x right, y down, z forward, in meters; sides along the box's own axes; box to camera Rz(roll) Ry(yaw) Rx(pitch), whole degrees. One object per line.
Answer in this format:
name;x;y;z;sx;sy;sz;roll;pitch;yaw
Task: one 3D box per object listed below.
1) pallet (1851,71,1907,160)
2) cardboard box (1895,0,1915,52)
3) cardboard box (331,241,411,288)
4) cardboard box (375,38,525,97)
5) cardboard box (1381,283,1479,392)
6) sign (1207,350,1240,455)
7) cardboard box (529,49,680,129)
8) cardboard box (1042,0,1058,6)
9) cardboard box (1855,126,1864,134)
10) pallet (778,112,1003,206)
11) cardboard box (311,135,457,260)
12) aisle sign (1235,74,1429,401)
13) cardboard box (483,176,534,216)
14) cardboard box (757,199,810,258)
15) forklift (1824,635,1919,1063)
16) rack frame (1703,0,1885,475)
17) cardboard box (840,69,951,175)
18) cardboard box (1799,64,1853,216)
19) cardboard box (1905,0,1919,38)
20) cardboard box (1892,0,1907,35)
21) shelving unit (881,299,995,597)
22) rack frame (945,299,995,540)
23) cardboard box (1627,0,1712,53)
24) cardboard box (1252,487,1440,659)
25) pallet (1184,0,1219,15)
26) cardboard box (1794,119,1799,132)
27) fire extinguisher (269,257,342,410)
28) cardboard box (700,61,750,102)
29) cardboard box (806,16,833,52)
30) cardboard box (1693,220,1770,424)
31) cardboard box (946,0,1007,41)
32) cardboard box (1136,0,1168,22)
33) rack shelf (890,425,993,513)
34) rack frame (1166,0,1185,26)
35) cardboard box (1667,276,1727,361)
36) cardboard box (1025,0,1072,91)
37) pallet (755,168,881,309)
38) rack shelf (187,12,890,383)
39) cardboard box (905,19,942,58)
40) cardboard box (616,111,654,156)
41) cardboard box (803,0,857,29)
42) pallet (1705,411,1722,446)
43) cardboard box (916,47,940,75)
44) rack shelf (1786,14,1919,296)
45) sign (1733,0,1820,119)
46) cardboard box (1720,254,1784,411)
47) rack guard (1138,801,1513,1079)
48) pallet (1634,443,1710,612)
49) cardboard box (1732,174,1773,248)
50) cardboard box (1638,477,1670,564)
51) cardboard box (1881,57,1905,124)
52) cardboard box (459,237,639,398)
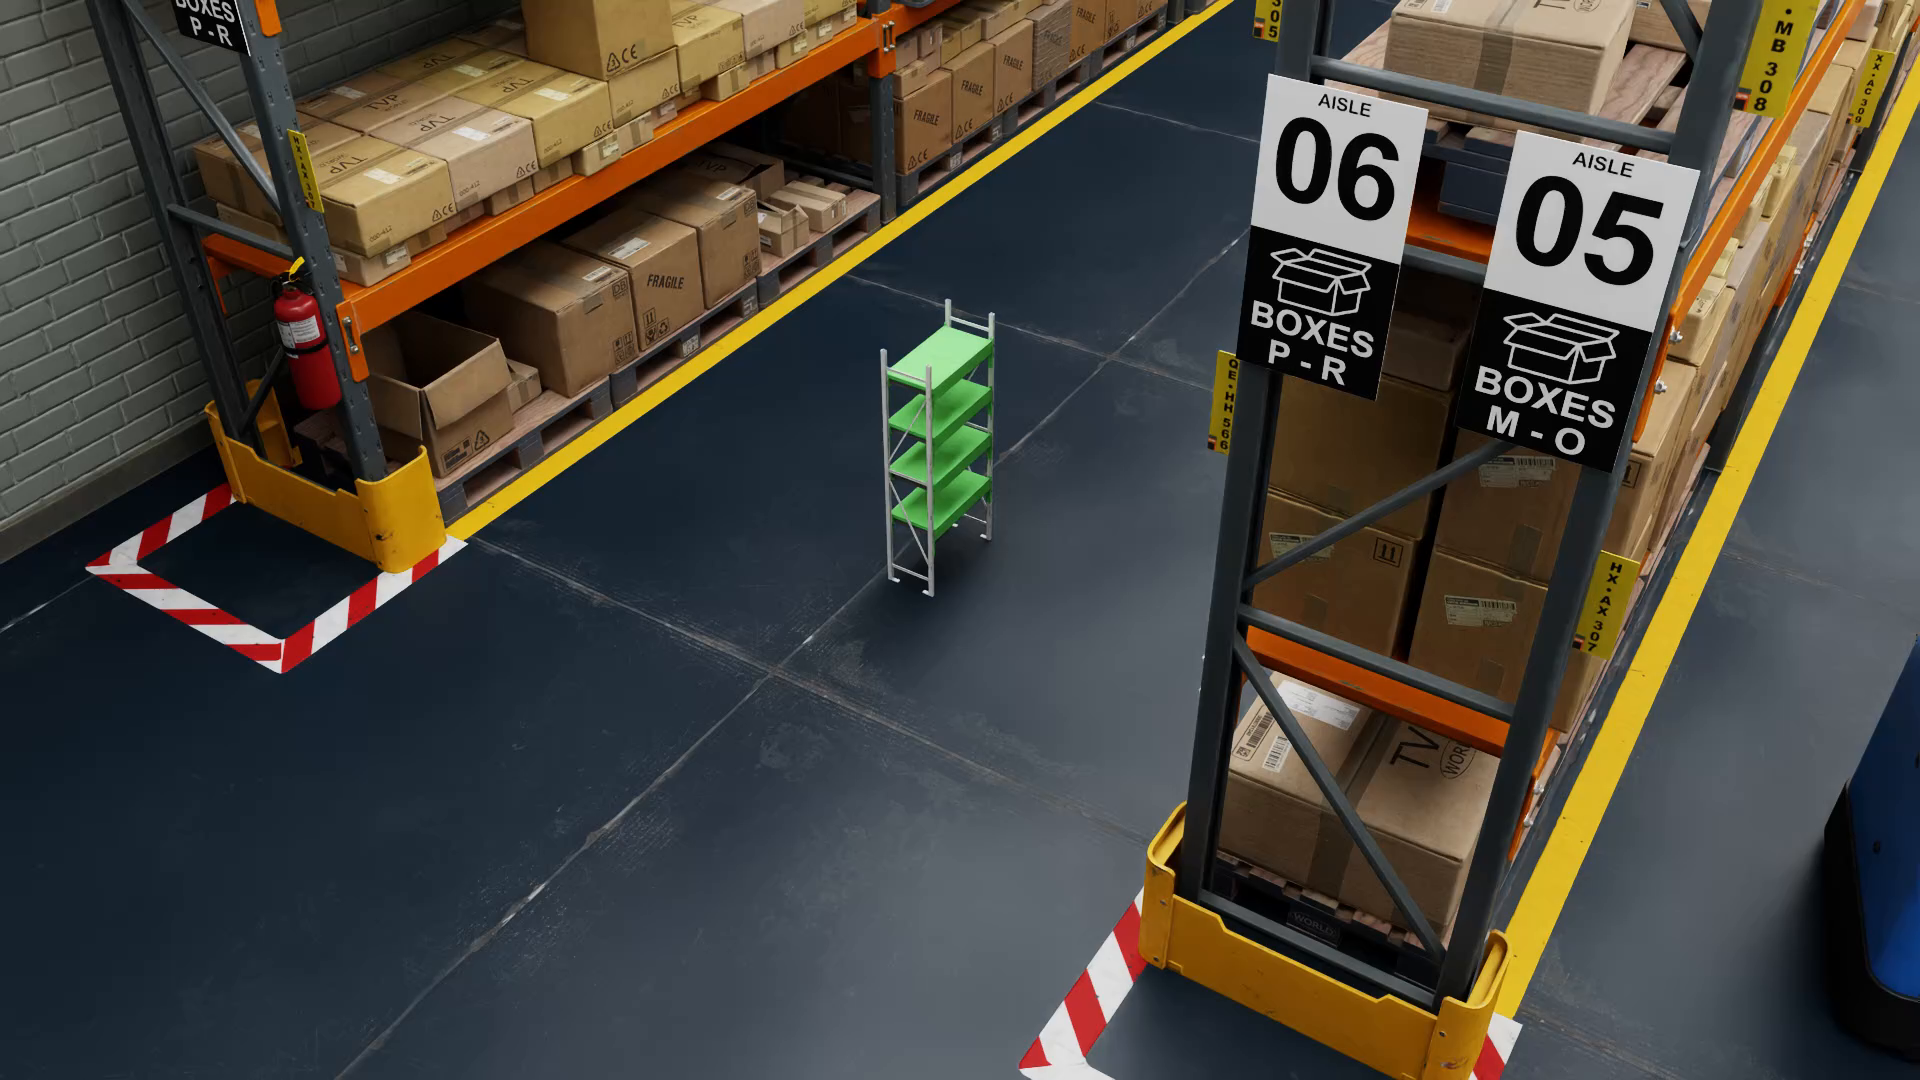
pallet;5.908;-3.061;11.548;1.003;0.211;1.213;21;42;25
cardboard box;4.636;-2.765;8.593;0.500;0.250;0.500;20;42;24
cardboard box;-2.584;-1.241;7.108;0.380;0.149;0.250;21;42;25
cardboard box;-2.422;-2.162;7.977;0.500;0.250;0.500;23;43;26
cardboard box;1.225;-0.582;4.616;0.380;0.149;0.250;22;43;26
sign;0.751;-0.376;4.638;0.100;0.325;0.005;21;42;25
cardboard box;-1.726;-2.258;8.101;0.500;0.250;0.500;20;42;24
cardboard box;0.510;-3.806;11.402;0.380;0.149;0.250;19;42;23
cardboard box;4.367;-2.308;8.410;0.500;0.250;0.500;21;42;25
pallet;-0.445;-2.650;11.015;1.003;0.211;1.213;21;42;25
cardboard box;-2.521;-1.465;7.072;0.500;0.250;0.500;21;42;25
aisle sign;0.901;-0.733;4.114;0.394;0.787;0.004;21;42;25
cardboard box;-2.188;-1.644;7.632;0.380;0.149;0.250;23;43;26
cardboard box;-1.090;-1.839;9.574;0.396;0.266;0.258;23;43;27
forklift;4.530;0.527;4.665;3.031;2.935;1.130;12;39;15
rack frame;3.345;-1.701;7.500;1.000;3.000;0.127;21;42;25
cardboard box;-0.399;-2.675;10.466;0.500;0.500;0.500;23;43;27
cardboard box;3.047;-1.544;6.395;0.500;0.500;0.500;21;42;24
cardboard box;5.176;-3.089;9.424;0.500;0.250;0.500;22;43;26
cardboard box;4.343;-2.798;8.022;0.500;0.500;0.500;20;42;24
shelving unit;-0.089;-0.390;7.273;0.258;1.200;0.503;21;42;25
rack frame;0.042;-0.516;7.436;0.240;1.200;0.015;21;42;25
cardboard box;1.979;-1.419;4.457;0.380;0.149;0.250;23;43;27
cardboard box;1.237;-0.014;5.229;0.500;0.500;0.500;21;42;25
pallet;1.769;-4.692;13.663;1.003;0.211;1.213;21;42;25
cardboard box;2.710;-1.492;5.797;0.380;0.149;0.250;20;42;24
fire extinguisher;-2.680;-0.855;6.771;0.296;0.674;0.183;21;42;25
cardboard box;-1.322;-2.426;8.645;0.380;0.149;0.250;21;42;24
cardboard box;-0.927;-2.835;9.176;0.380;0.149;0.250;22;43;26
cardboard box;2.240;-0.765;5.385;0.500;0.500;0.500;21;42;25
cardboard box;0.080;-3.420;10.902;0.380;0.149;0.250;21;42;25
cardboard box;1.250;-4.273;12.539;0.500;0.500;0.500;22;43;26
rack shelf;-0.089;-0.339;7.312;0.258;0.148;0.480;21;42;25
rack frame;1.295;-5.385;12.278;1.000;3.000;0.127;21;42;25
cardboard box;1.942;-0.679;4.741;0.380;0.149;0.250;23;43;26
cardboard box;0.432;-3.474;11.502;0.500;0.500;0.500;20;42;24
pallet;-1.217;-1.864;9.996;1.003;0.211;1.213;21;42;25
rack shelf;-1.920;-2.007;8.485;1.077;0.370;4.000;21;42;25
cardboard box;-0.333;-3.121;10.270;0.380;0.149;0.250;19;42;23
cardboard box;-1.728;-2.031;8.133;0.380;0.149;0.250;22;43;26
cardboard box;-0.915;-3.039;9.114;0.500;0.250;0.500;22;43;26
pallet;3.695;-1.019;8.899;1.003;0.211;1.213;21;42;25
cardboard box;-0.348;-3.022;10.385;0.380;0.149;0.250;20;42;24
rack shelf;4.416;-2.447;9.057;1.077;0.370;4.000;21;42;25
sign;1.667;-1.020;3.378;0.100;0.325;0.005;21;42;25
cardboard box;2.784;-0.887;6.362;0.500;0.500;0.500;21;42;24
rack guard;1.189;1.364;5.572;1.175;0.500;0.348;21;42;25
pallet;2.871;-0.230;7.876;1.003;0.211;1.213;21;42;25
cardboard box;2.333;-1.088;5.272;0.380;0.149;0.250;22;43;26
cardboard box;1.949;-0.102;5.343;0.500;0.500;0.500;21;42;25
cardboard box;5.799;-3.177;11.222;0.950;0.372;0.625;18;41;22
cardboard box;-2.093;-1.149;8.487;0.700;0.500;0.500;23;43;27
